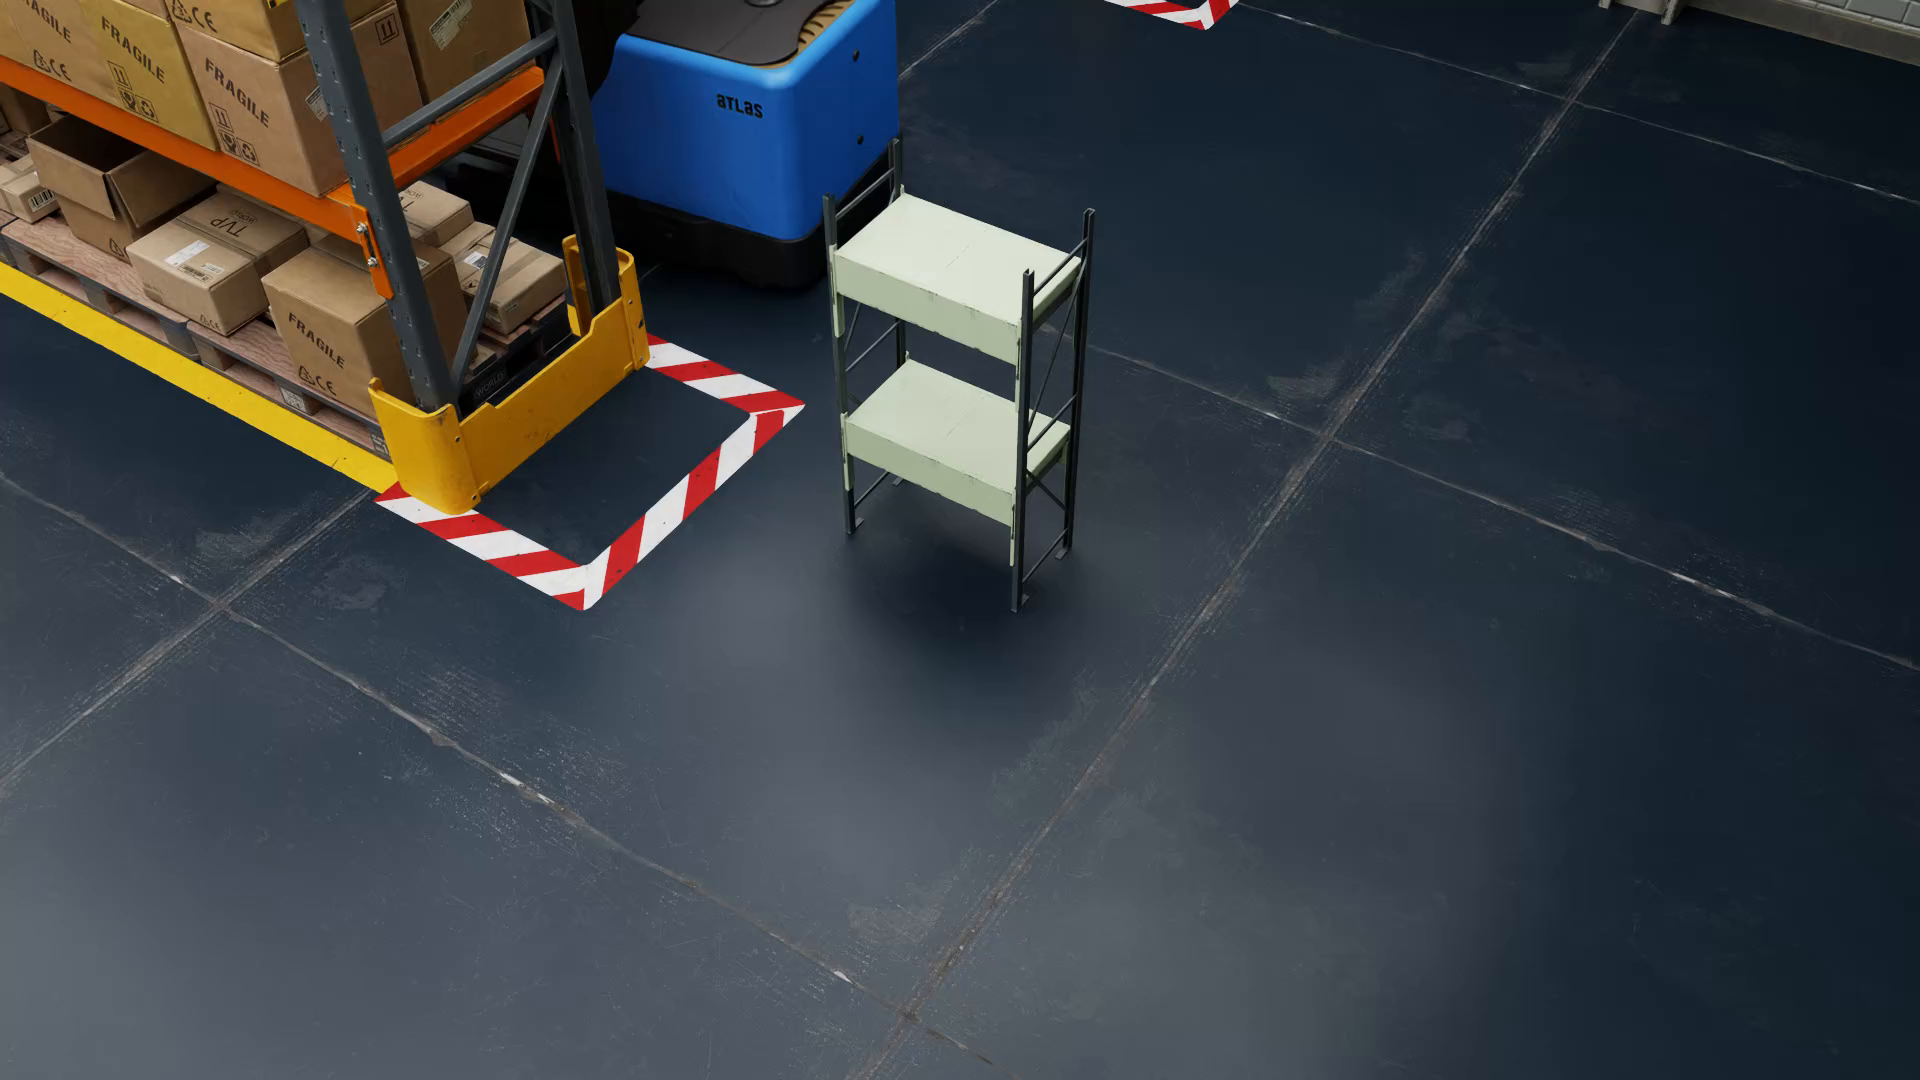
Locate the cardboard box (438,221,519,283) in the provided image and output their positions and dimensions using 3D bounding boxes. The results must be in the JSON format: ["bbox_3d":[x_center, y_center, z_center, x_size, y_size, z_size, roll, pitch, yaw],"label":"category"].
[{"bbox_3d":[-2.052,-1.144,6.939,0.250,0.166,0.380,25,51,22],"label":"cardboard box"}]

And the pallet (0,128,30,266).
[{"bbox_3d":[-4.464,-1.822,7.873,1.213,0.211,1.003,25,51,22],"label":"pallet"}]

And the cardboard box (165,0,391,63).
[{"bbox_3d":[-2.197,-1.901,5.239,0.500,0.500,0.500,24,51,22],"label":"cardboard box"}]

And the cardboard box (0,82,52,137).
[{"bbox_3d":[-4.409,-2.293,7.823,0.500,0.500,0.500,25,51,22],"label":"cardboard box"}]

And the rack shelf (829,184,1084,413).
[{"bbox_3d":[-0.006,-0.797,5.435,0.720,0.370,0.431,25,51,22],"label":"rack shelf"}]

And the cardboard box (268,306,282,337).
[{"bbox_3d":[-2.557,-0.950,6.751,0.250,0.166,0.380,25,51,22],"label":"cardboard box"}]

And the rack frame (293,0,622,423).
[{"bbox_3d":[-1.674,-1.511,5.627,0.127,3.000,1.000,25,51,22],"label":"rack frame"}]

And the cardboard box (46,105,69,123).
[{"bbox_3d":[-3.777,-1.937,7.608,0.500,0.311,0.500,25,51,22],"label":"cardboard box"}]

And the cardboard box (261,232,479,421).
[{"bbox_3d":[-2.265,-0.855,6.426,0.500,0.500,0.500,25,51,22],"label":"cardboard box"}]

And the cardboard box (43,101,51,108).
[{"bbox_3d":[-4.061,-2.061,7.843,0.250,0.149,0.380,25,51,22],"label":"cardboard box"}]

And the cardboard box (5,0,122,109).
[{"bbox_3d":[-3.054,-1.950,5.984,0.500,0.500,0.500,25,51,22],"label":"cardboard box"}]

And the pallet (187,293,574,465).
[{"bbox_3d":[-2.410,-0.877,6.955,1.213,0.211,1.003,25,51,22],"label":"pallet"}]

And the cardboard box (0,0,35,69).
[{"bbox_3d":[-3.478,-2.146,6.174,0.500,0.500,0.500,24,50,22],"label":"cardboard box"}]

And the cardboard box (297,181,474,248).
[{"bbox_3d":[-2.400,-1.282,7.014,0.500,0.250,0.500,25,51,22],"label":"cardboard box"}]

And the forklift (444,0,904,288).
[{"bbox_3d":[-1.821,-2.845,6.971,3.031,2.935,1.130,19,49,17],"label":"forklift"}]

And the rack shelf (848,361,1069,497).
[{"bbox_3d":[-0.006,-0.366,5.878,0.686,0.124,0.368,25,51,22],"label":"rack shelf"}]

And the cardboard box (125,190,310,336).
[{"bbox_3d":[-3.049,-1.154,6.890,0.500,0.250,0.500,25,51,22],"label":"cardboard box"}]

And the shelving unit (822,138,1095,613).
[{"bbox_3d":[-0.006,-0.525,5.715,0.755,1.500,0.431,25,51,22],"label":"shelving unit"}]

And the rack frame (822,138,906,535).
[{"bbox_3d":[-0.314,-0.667,5.852,0.023,1.500,0.400,25,51,22],"label":"rack frame"}]

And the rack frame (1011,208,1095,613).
[{"bbox_3d":[0.302,-0.384,5.577,0.023,1.500,0.400,25,51,22],"label":"rack frame"}]

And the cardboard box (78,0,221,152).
[{"bbox_3d":[-2.637,-1.754,5.793,0.500,0.500,0.500,25,51,22],"label":"cardboard box"}]

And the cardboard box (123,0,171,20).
[{"bbox_3d":[-2.623,-2.096,5.428,0.500,0.500,0.500,26,51,23],"label":"cardboard box"}]

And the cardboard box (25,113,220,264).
[{"bbox_3d":[-3.457,-1.619,7.166,0.637,0.503,0.797,25,51,22],"label":"cardboard box"}]

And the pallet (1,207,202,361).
[{"bbox_3d":[-3.433,-1.350,7.415,1.213,0.211,1.003,25,51,22],"label":"pallet"}]

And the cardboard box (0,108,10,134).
[{"bbox_3d":[-4.805,-1.983,7.654,0.500,0.311,0.500,25,51,22],"label":"cardboard box"}]

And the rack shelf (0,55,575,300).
[{"bbox_3d":[-3.358,-2.035,6.637,4.000,0.370,1.077,25,51,22],"label":"rack shelf"}]

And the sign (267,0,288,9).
[{"bbox_3d":[-1.991,-1.698,4.780,0.005,0.325,0.100,25,51,22],"label":"sign"}]
